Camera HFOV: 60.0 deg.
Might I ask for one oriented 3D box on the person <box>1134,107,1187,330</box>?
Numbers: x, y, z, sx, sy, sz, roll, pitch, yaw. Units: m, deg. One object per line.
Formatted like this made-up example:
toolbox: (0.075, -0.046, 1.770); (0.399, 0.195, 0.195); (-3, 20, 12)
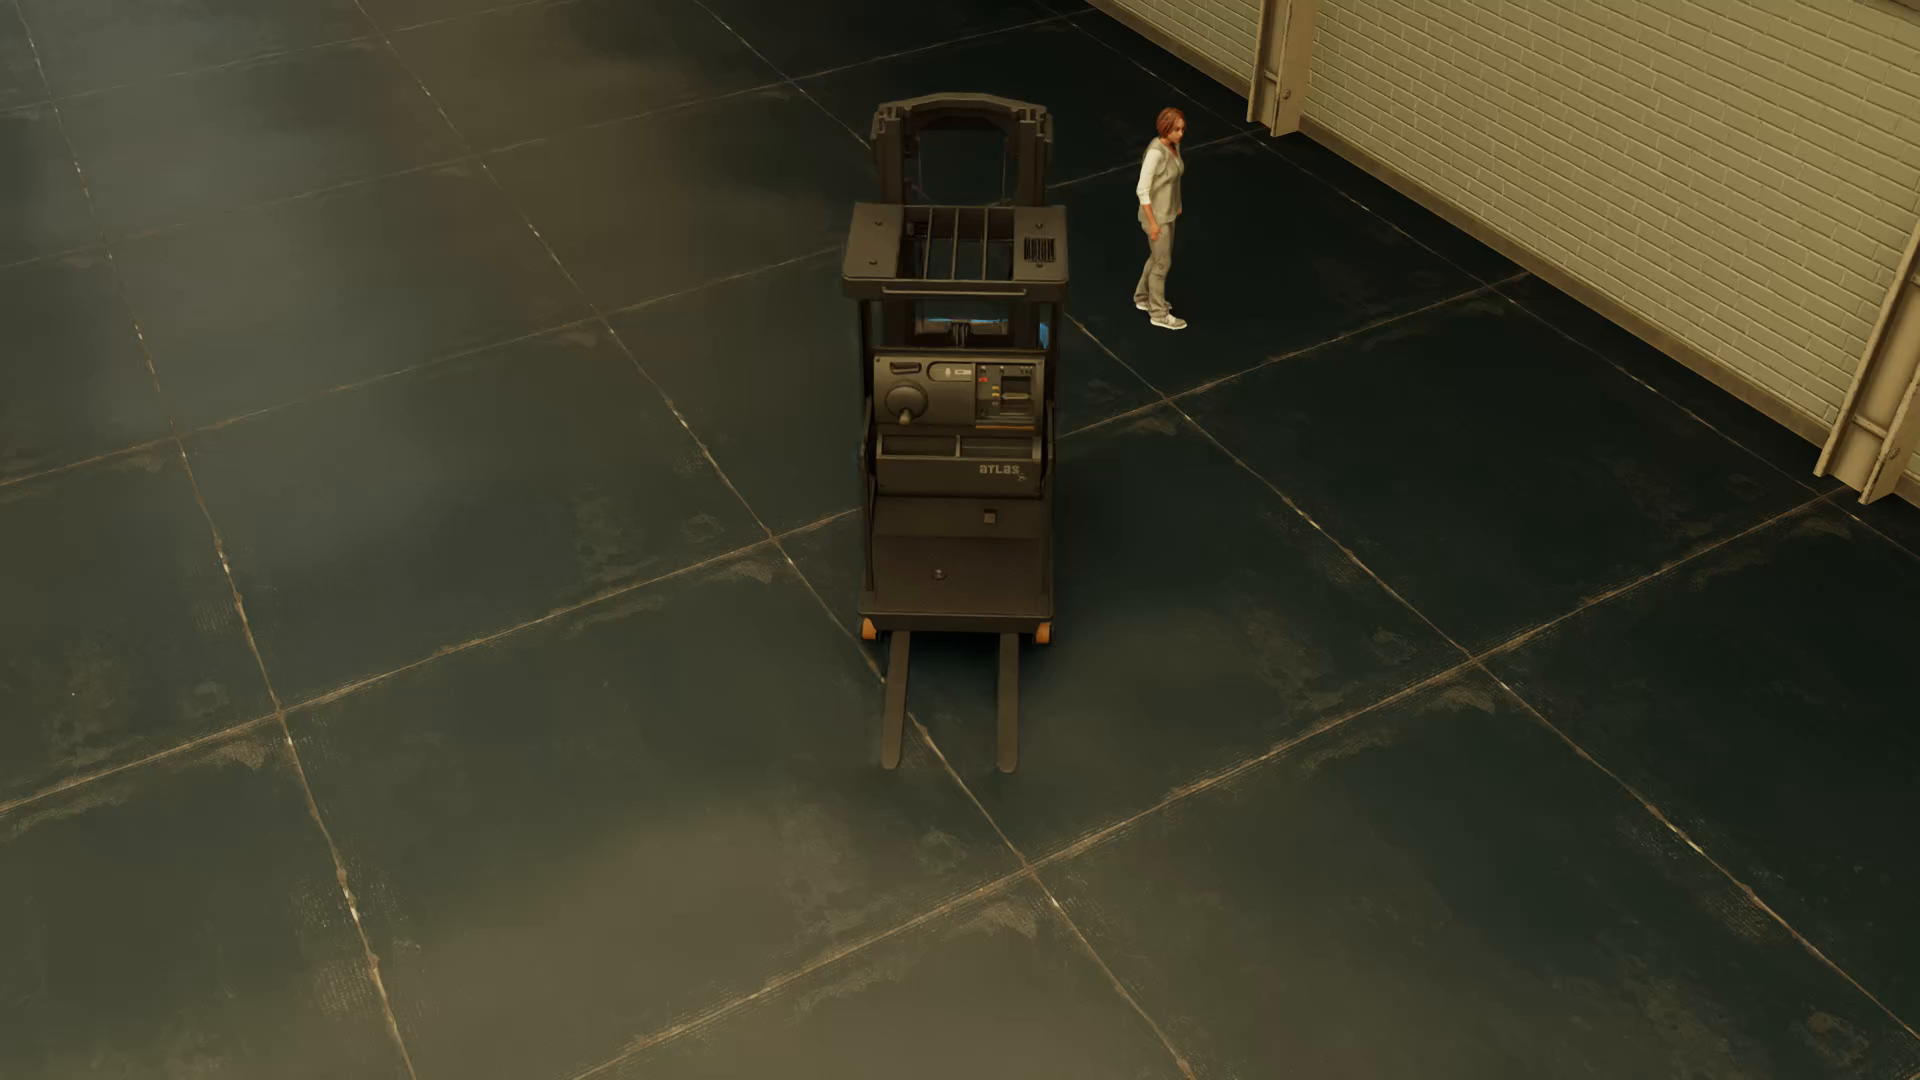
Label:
person: (1.497, -2.299, 11.855); (0.450, 1.598, 0.580); (12, 41, 14)

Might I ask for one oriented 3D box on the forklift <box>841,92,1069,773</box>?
forklift: (-0.011, -0.737, 8.924); (1.130, 2.935, 3.031); (1, 40, 1)
